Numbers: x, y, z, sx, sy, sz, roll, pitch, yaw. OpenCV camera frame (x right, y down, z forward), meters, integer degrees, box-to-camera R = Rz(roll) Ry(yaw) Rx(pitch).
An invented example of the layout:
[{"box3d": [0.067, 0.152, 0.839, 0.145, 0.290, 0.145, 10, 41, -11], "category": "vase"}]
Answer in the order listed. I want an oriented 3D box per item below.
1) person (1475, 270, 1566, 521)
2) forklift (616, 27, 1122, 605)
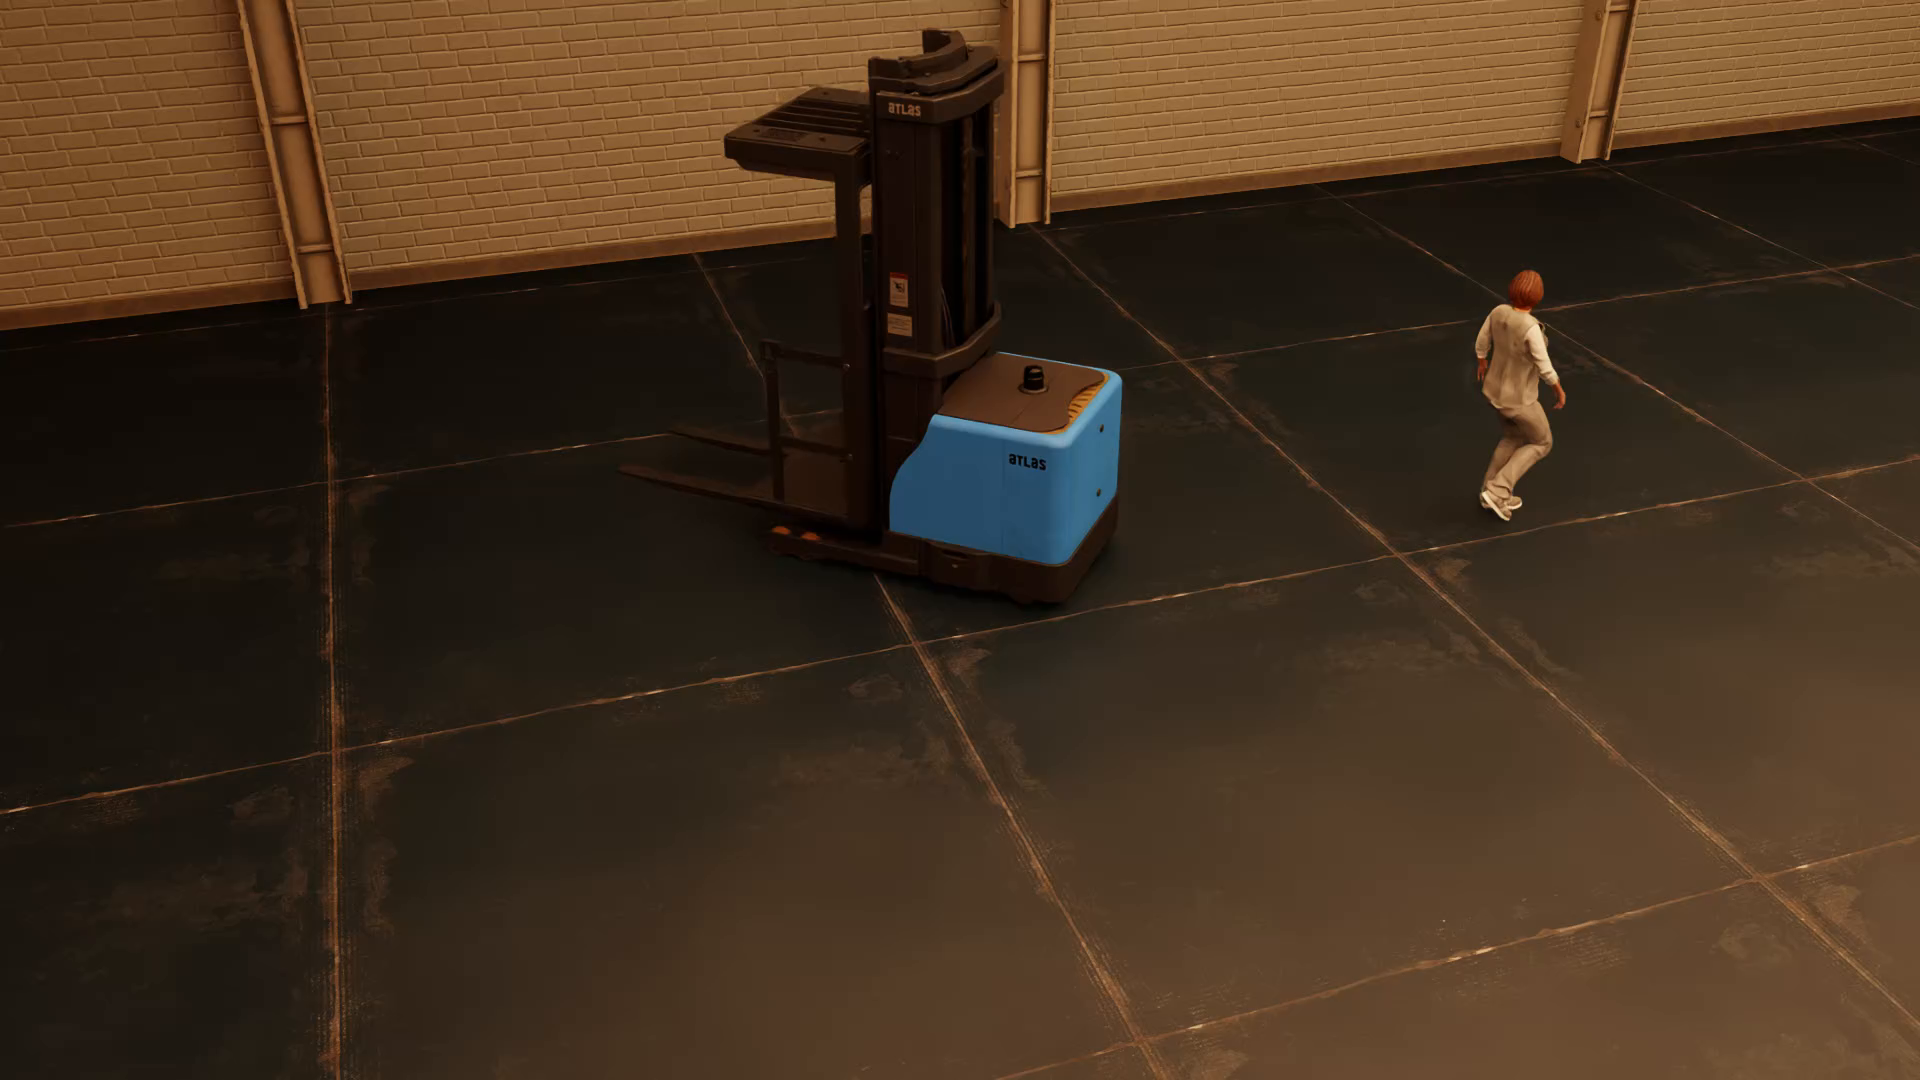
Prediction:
[{"box3d": [3.335, -0.882, 10.003, 0.418, 1.559, 0.649, -8, 31, -13], "category": "person"}, {"box3d": [-0.621, -1.376, 9.478, 3.031, 2.935, 1.130, 12, 32, 20], "category": "forklift"}]
